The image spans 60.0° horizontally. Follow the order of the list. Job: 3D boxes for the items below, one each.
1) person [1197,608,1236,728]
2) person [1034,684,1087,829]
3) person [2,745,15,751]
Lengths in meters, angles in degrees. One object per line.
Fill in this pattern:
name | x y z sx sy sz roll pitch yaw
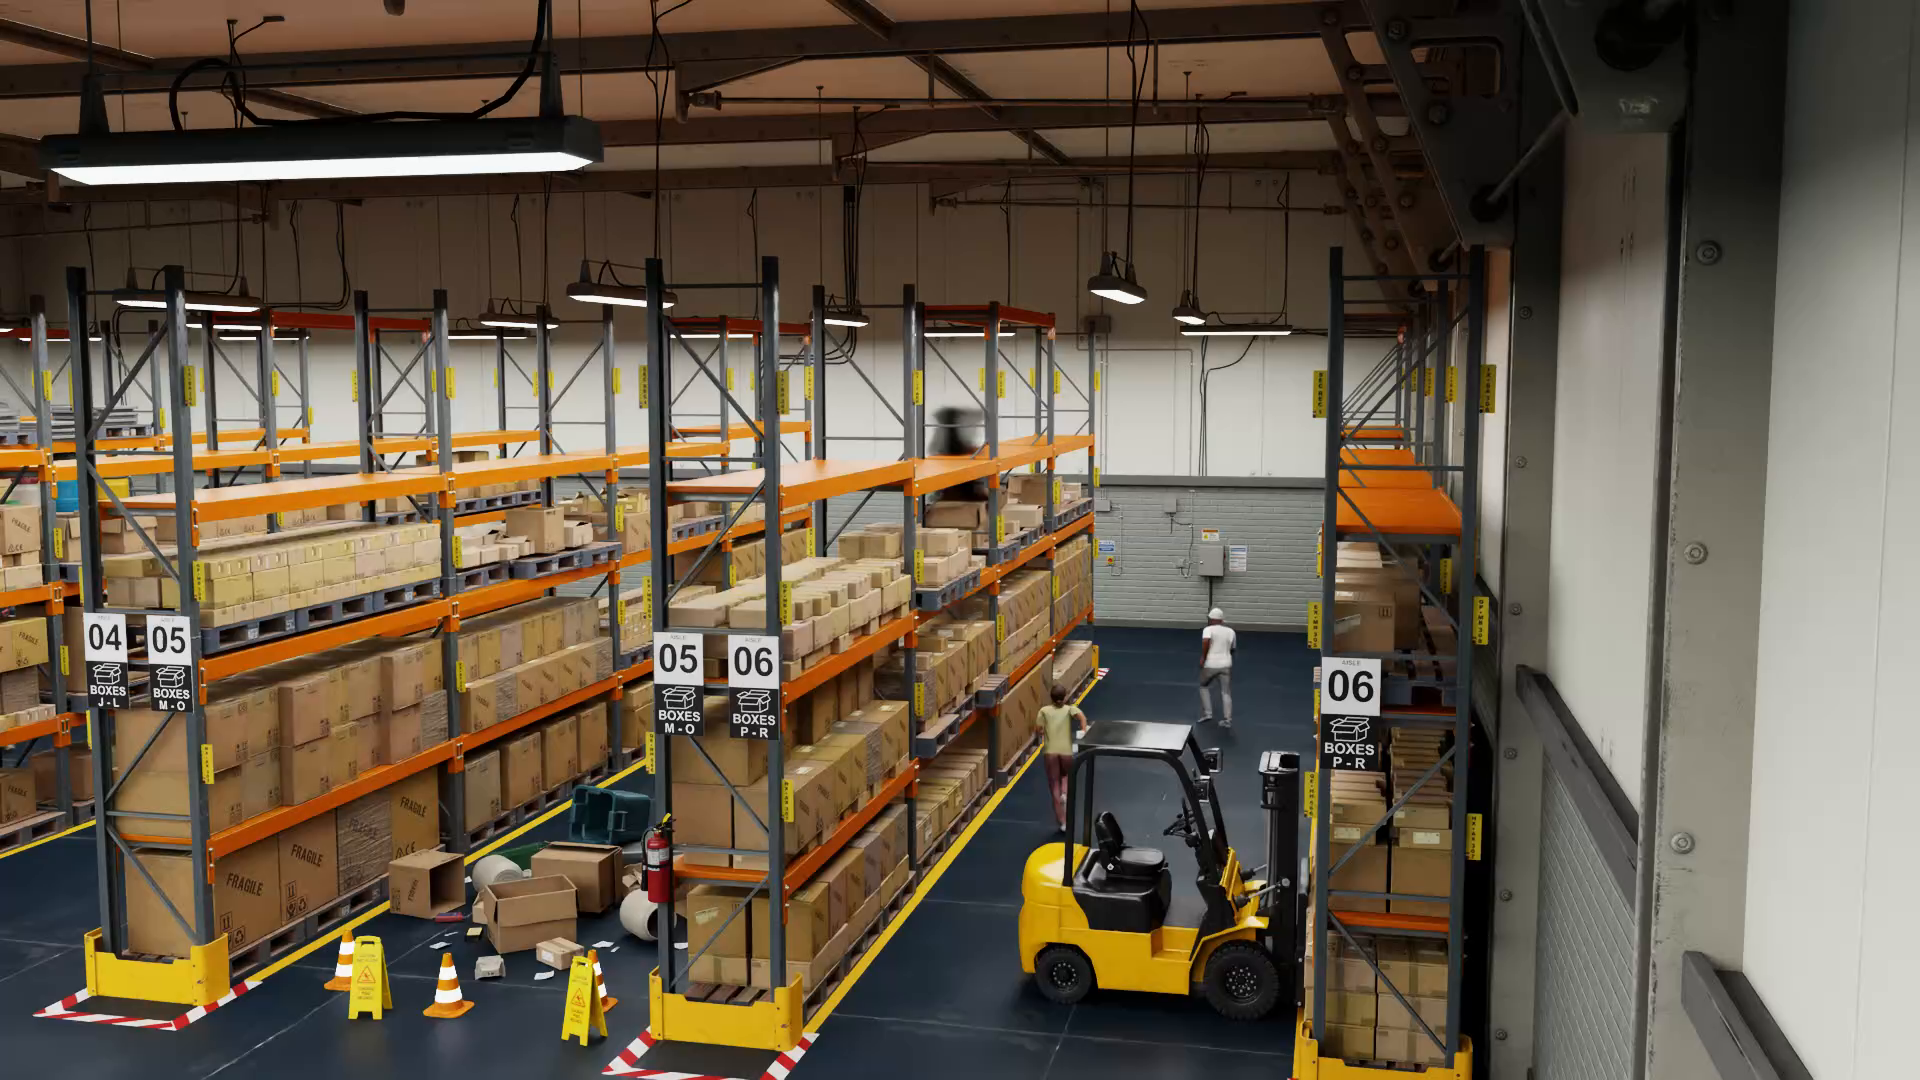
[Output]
person | 3.741 1.862 24.152 0.643 1.710 0.967 -1 6 -10
person | 1.140 2.454 18.949 0.576 1.595 0.738 0 6 -3
person | -13.129 2.125 22.411 0.635 1.619 0.764 -4 7 -35
